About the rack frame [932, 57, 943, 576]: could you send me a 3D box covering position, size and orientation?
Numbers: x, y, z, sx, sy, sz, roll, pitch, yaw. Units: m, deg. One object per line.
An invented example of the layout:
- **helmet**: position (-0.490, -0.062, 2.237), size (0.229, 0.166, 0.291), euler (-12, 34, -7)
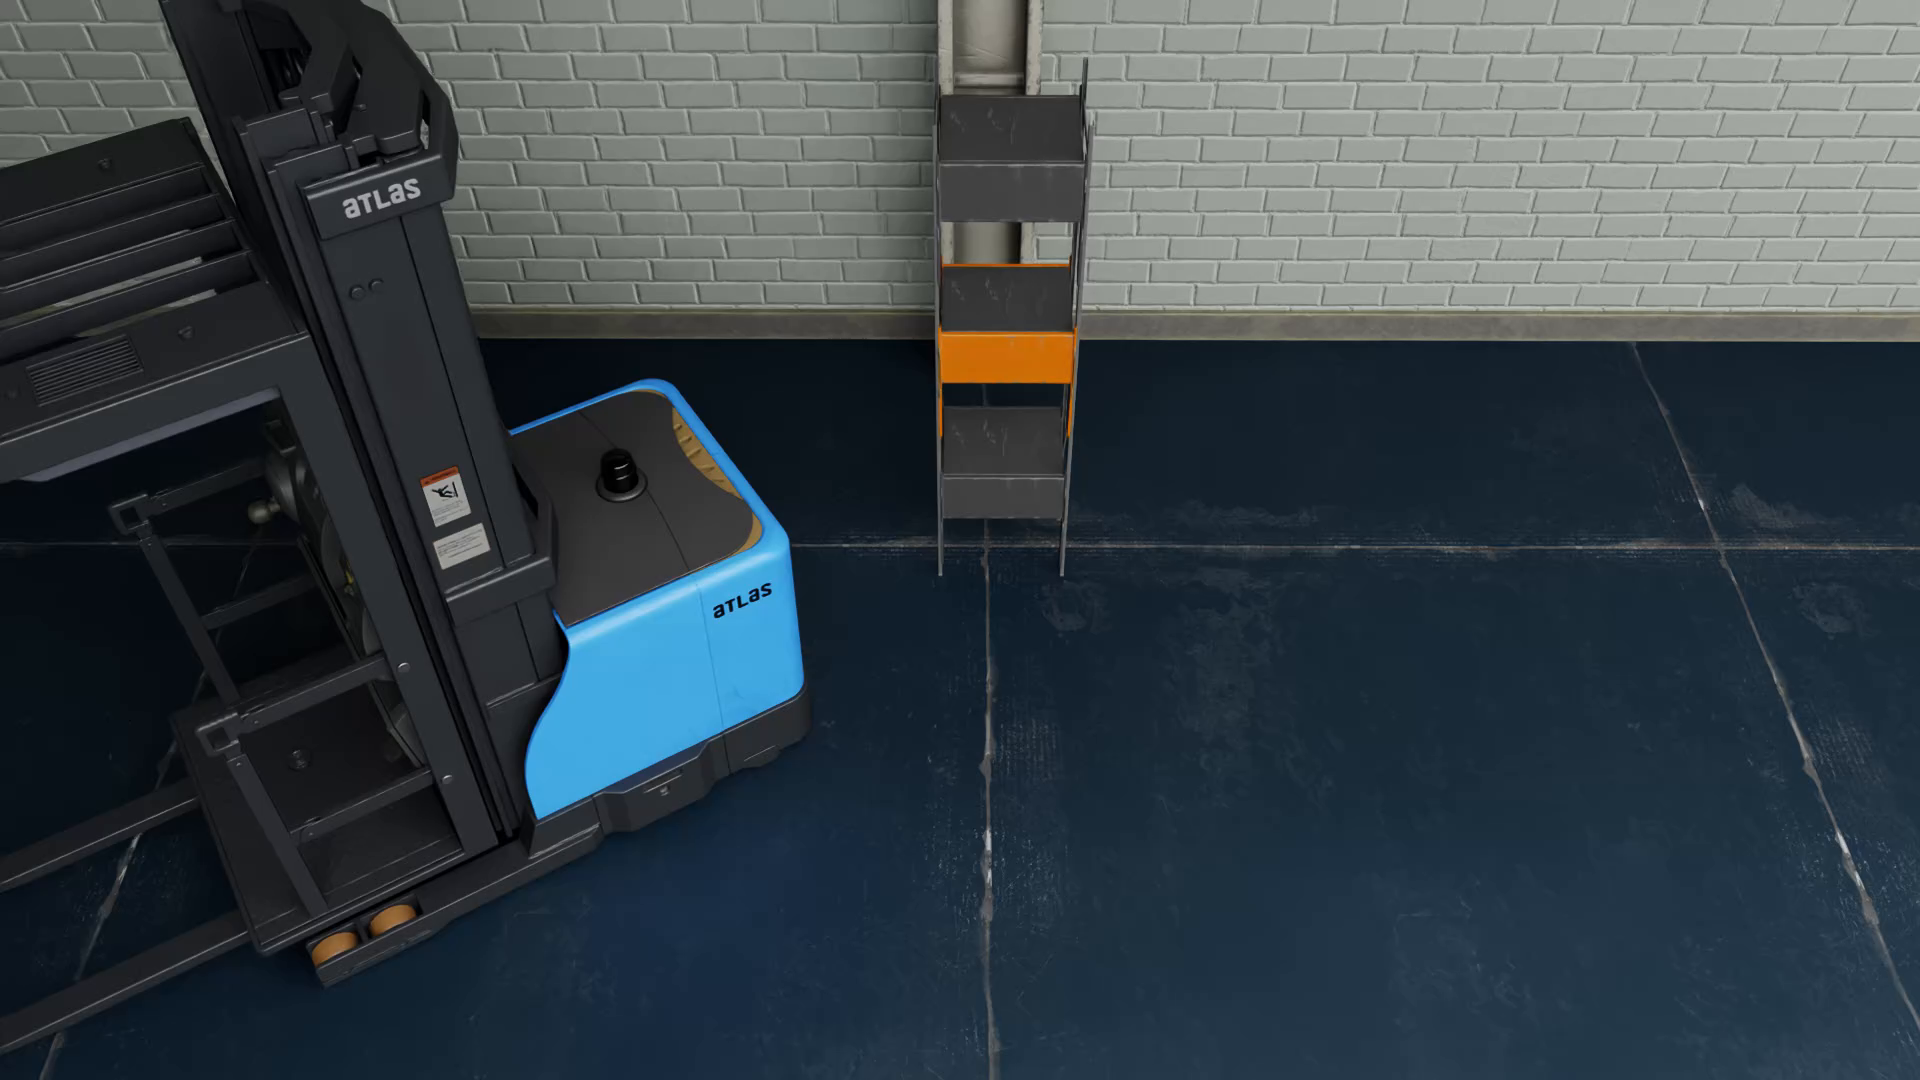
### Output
- **rack frame**: position (-0.078, -0.716, 6.062), size (0.015, 2.100, 0.400), euler (0, 47, 0)

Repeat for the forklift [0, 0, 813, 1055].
- **forklift**: position (-2.063, 0.005, 4.823), size (3.031, 2.935, 1.130), euler (-25, 52, -21)

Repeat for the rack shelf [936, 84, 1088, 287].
- **rack shelf**: position (0.166, -1.183, 5.559), size (0.480, 0.518, 0.431), euler (0, 47, 0)

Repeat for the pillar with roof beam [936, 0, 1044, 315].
- **pillar with roof beam**: position (0.096, -0.757, 1.388), size (0.400, 9.000, 9.100), euler (0, 47, 0)

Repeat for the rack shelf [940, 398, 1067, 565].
- **rack shelf**: position (0.166, -0.229, 6.584), size (0.480, 0.518, 0.431), euler (0, 47, 0)

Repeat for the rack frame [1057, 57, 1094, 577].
- **rack frame**: position (0.410, -0.714, 6.061), size (0.015, 2.100, 0.400), euler (0, 47, 0)

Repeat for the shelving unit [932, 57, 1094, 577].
- **shelving unit**: position (0.166, -0.715, 6.062), size (0.503, 2.100, 0.431), euler (0, 47, 0)

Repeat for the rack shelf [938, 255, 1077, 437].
- **rack shelf**: position (0.166, -0.706, 6.072), size (0.480, 0.518, 0.431), euler (0, 47, 0)
